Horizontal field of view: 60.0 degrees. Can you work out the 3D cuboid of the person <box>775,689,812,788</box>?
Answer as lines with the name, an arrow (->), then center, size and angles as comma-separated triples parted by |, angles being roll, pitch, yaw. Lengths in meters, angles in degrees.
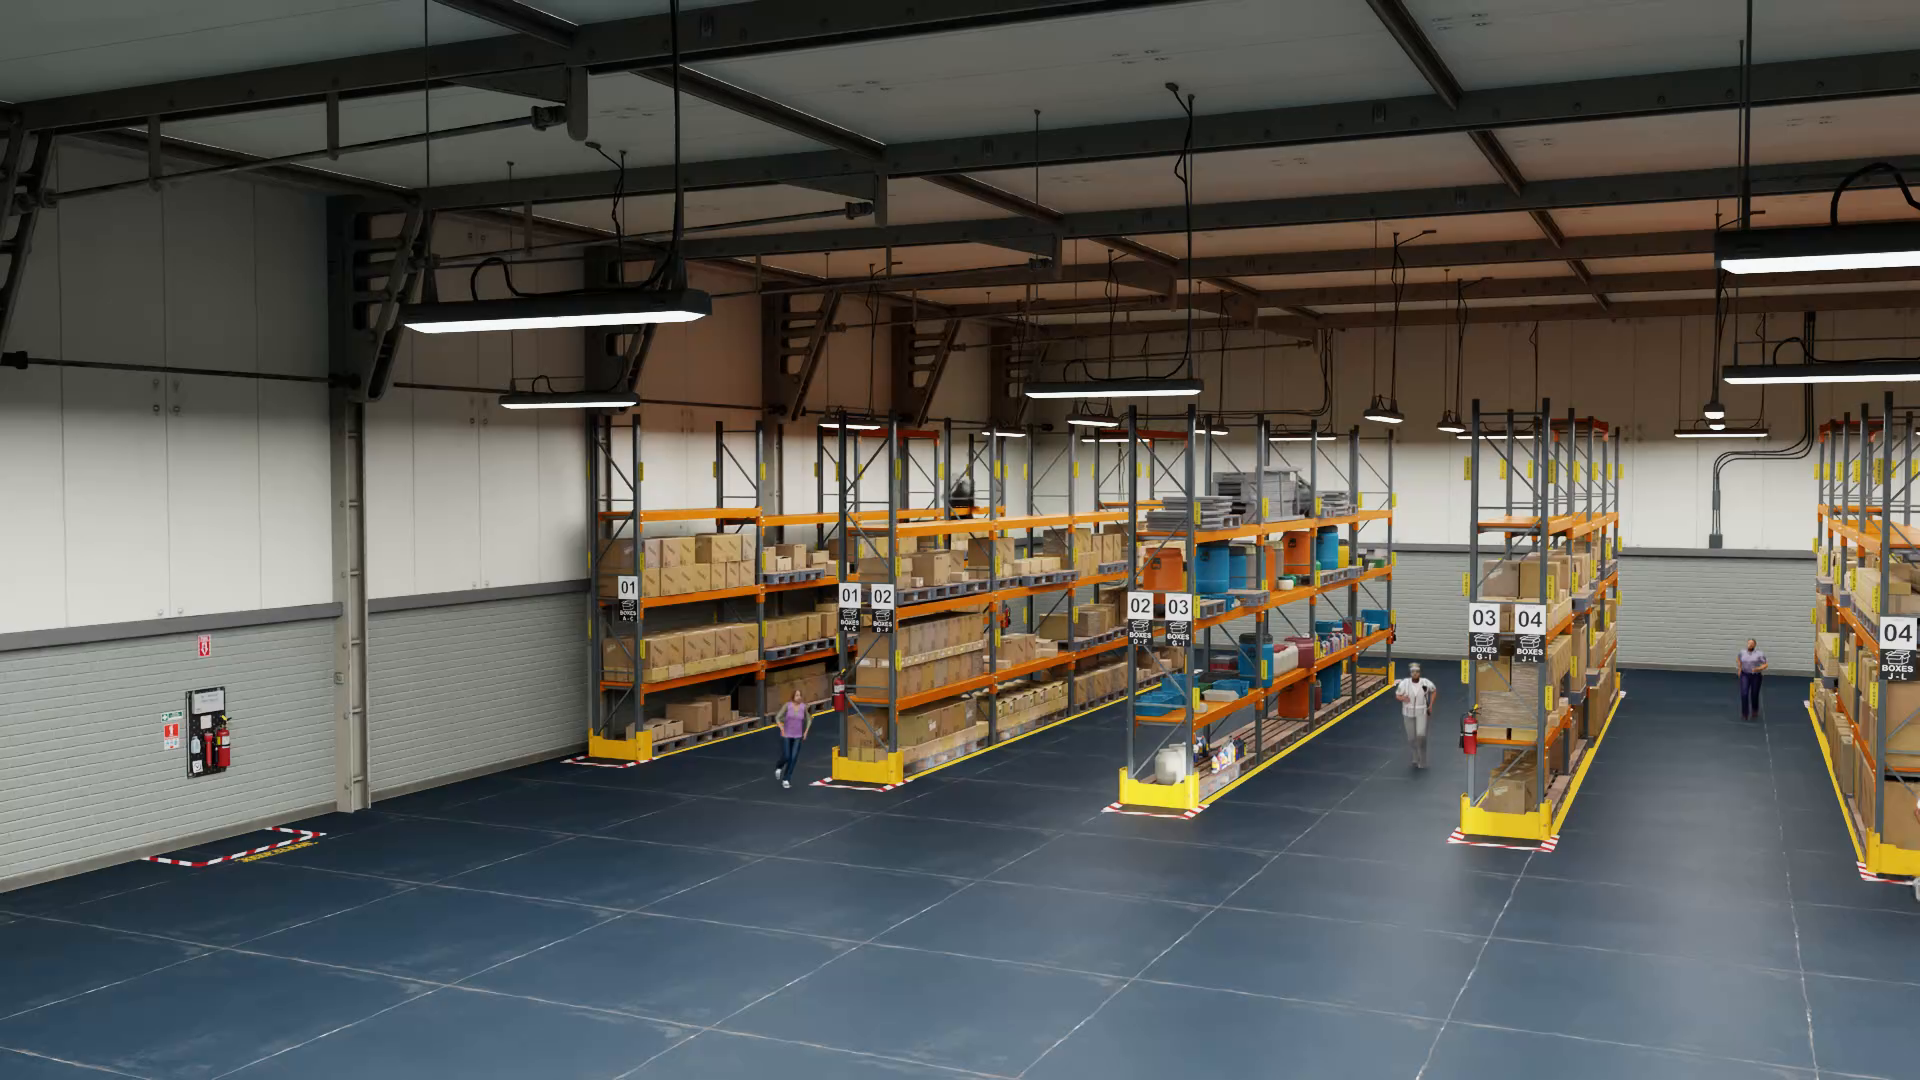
person -> -2.660, 3.145, 26.555 | 0.579, 1.564, 0.519 | -1, 2, -20

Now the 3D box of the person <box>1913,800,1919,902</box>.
person -> 11.178, 3.368, 18.770 | 0.688, 1.732, 0.622 | -1, 2, -13

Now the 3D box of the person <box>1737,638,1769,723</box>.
person -> 15.942, 2.807, 33.478 | 0.605, 1.674, 0.861 | 1, 3, 31

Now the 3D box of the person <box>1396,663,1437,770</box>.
person -> 7.714, 2.981, 28.167 | 0.641, 1.804, 0.790 | 1, 3, 23
